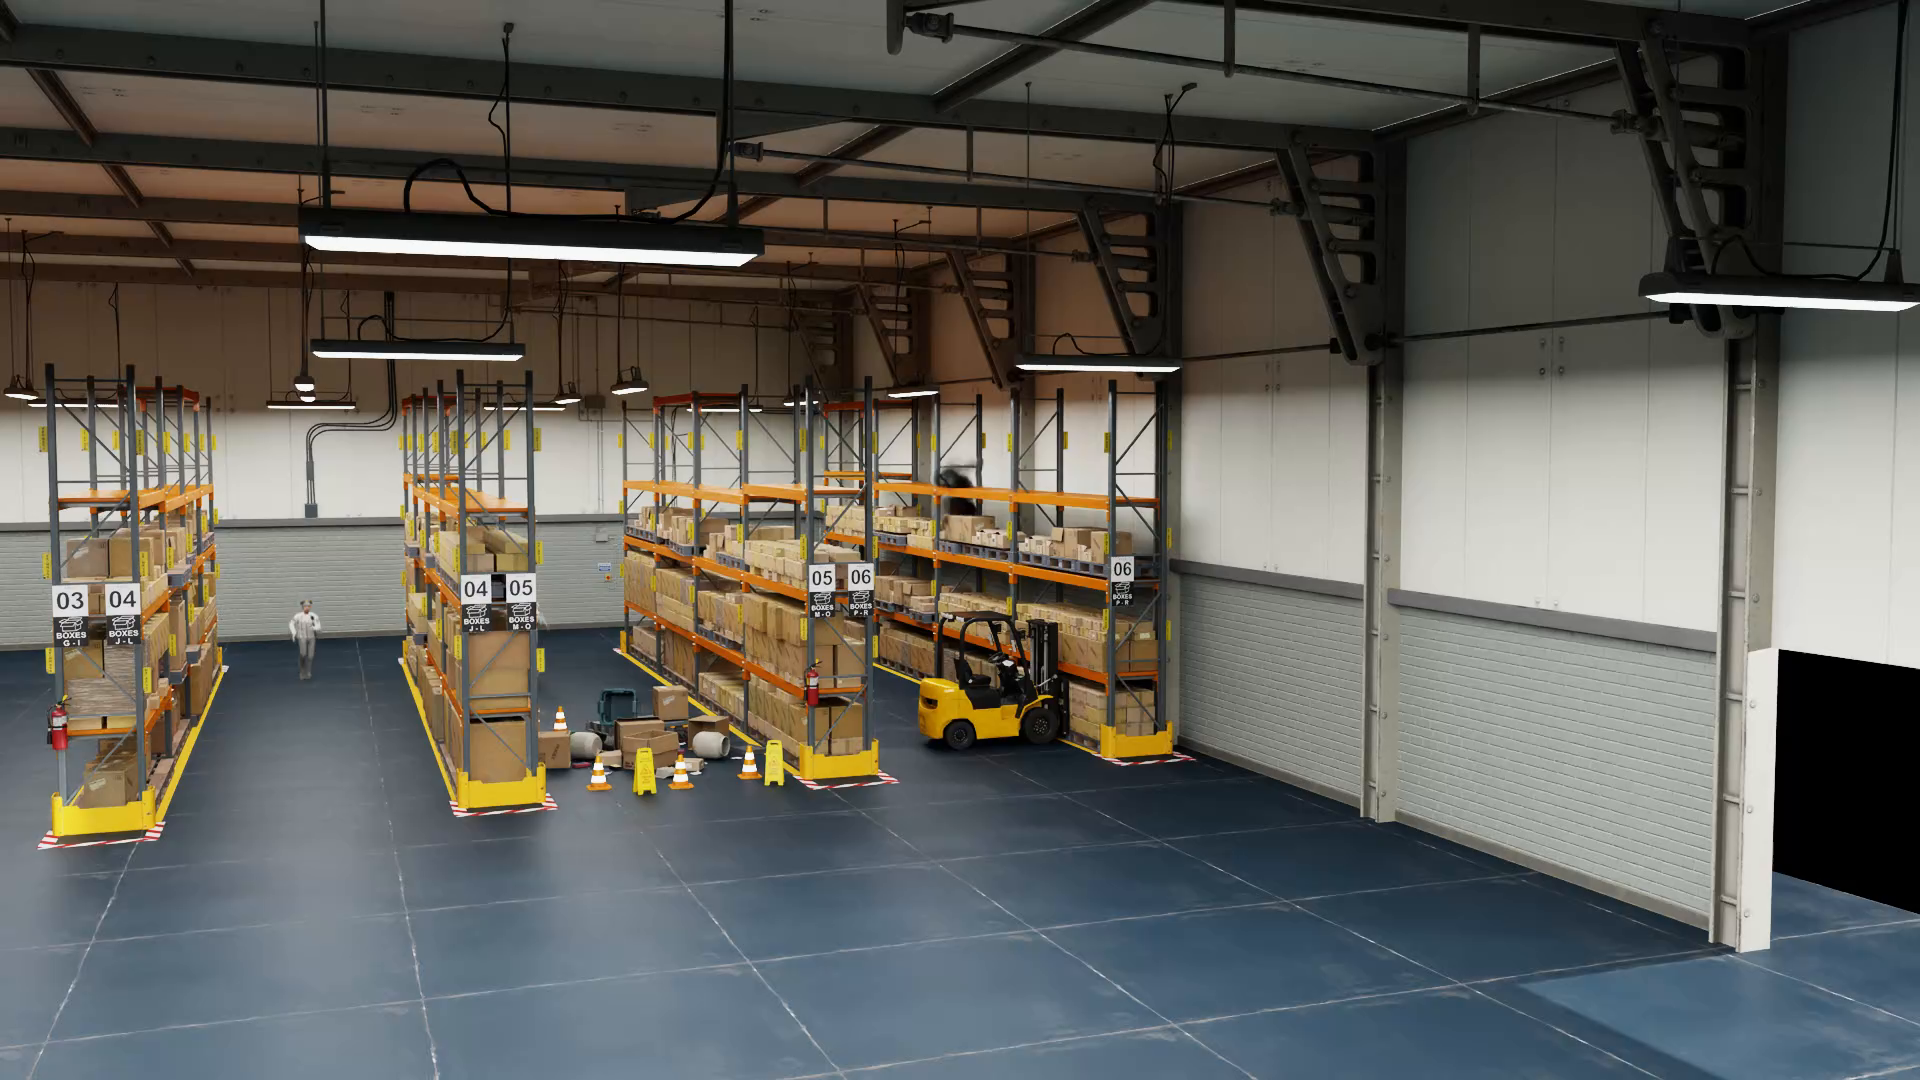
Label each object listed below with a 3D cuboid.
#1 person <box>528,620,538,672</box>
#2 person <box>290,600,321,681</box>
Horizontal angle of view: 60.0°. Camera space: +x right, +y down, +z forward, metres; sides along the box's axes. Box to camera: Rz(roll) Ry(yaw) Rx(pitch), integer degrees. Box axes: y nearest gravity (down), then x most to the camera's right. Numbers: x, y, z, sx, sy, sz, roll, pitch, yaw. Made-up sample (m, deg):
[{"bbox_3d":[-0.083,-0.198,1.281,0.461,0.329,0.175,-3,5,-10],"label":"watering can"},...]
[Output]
[{"bbox_3d":[-9.476,2.041,35.875,0.695,1.718,0.593,-1,4,-22],"label":"person"},{"bbox_3d":[-13.797,2.107,35.105,0.579,1.706,0.685,-2,4,-30],"label":"person"}]
